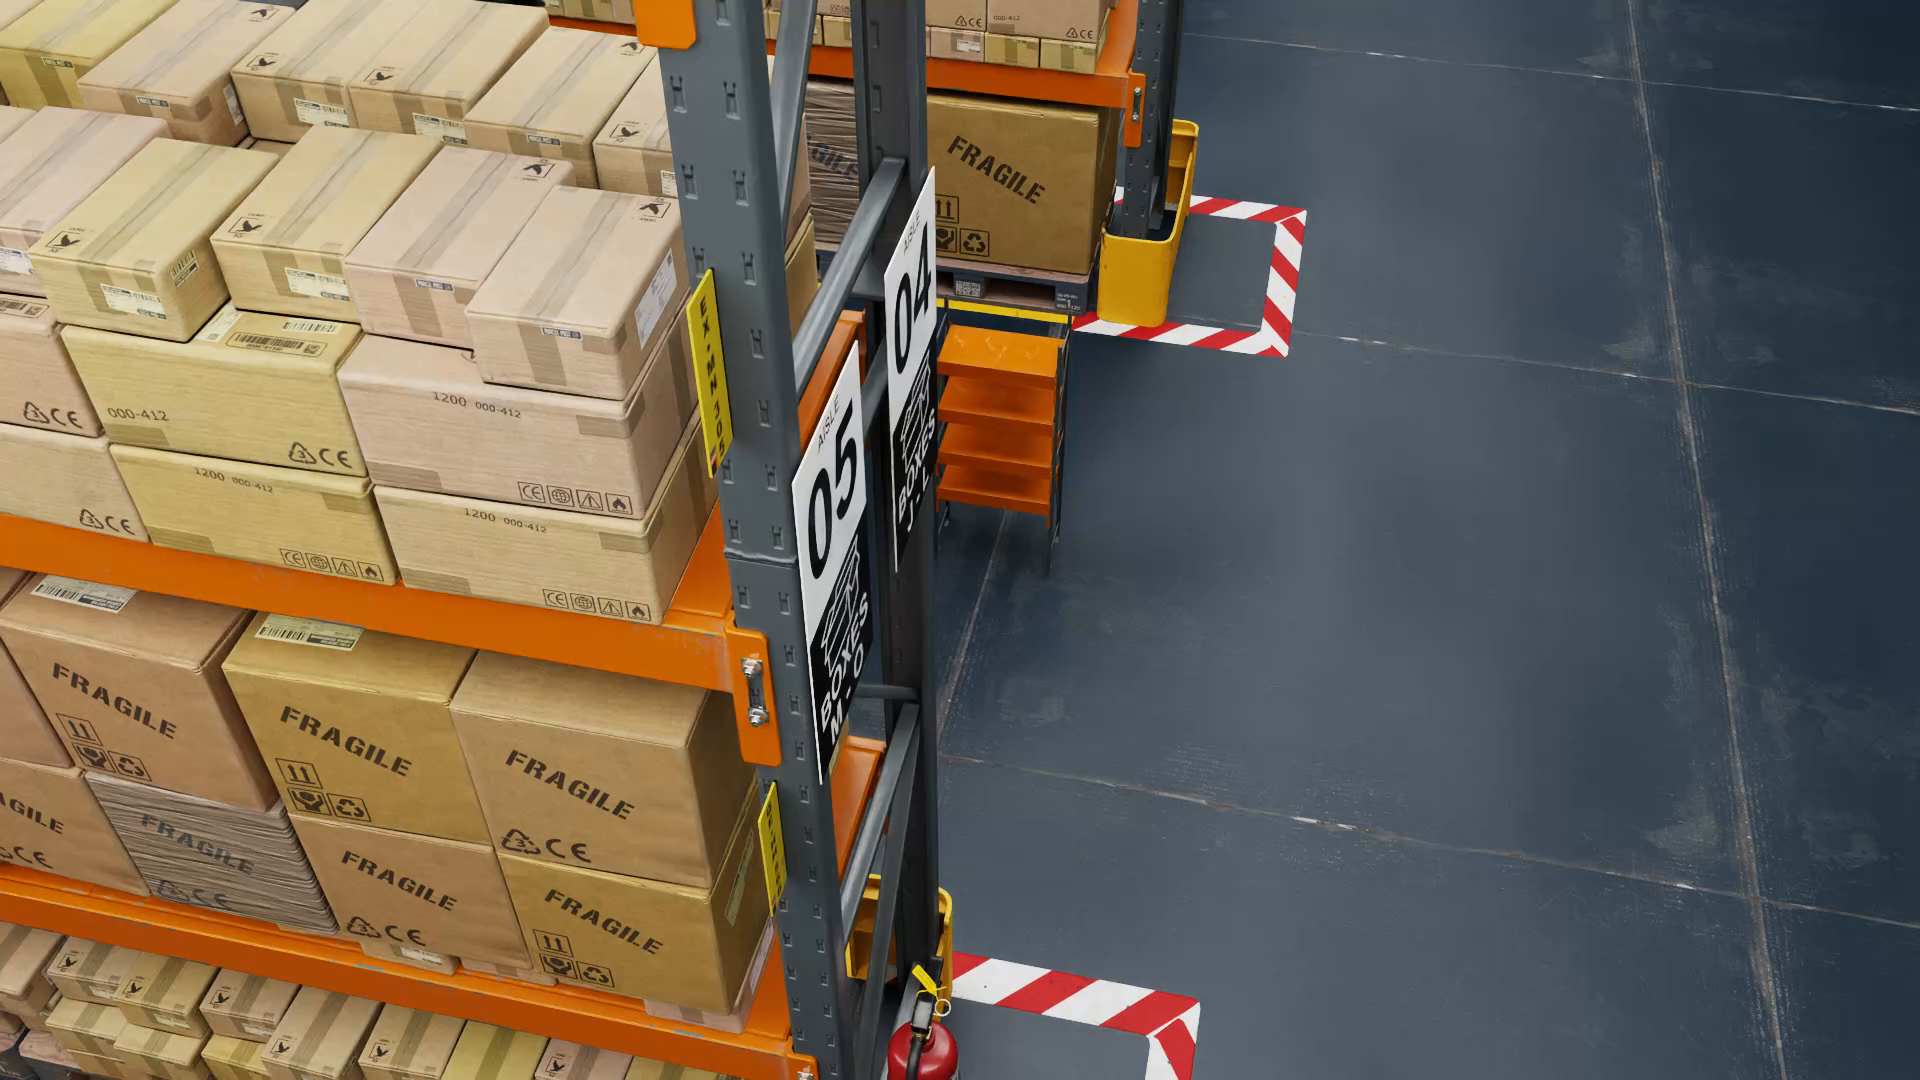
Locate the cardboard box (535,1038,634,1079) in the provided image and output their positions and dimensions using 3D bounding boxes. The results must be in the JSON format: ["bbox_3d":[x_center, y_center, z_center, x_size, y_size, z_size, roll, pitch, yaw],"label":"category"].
[{"bbox_3d":[-1.038,1.458,4.856,0.250,0.149,0.380,10,45,10],"label":"cardboard box"}]

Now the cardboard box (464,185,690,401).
[{"bbox_3d":[-0.622,-0.420,2.780,0.250,0.149,0.380,8,45,9],"label":"cardboard box"}]

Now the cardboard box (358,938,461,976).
[{"bbox_3d":[-1.350,0.901,4.292,0.250,0.149,0.380,10,45,10],"label":"cardboard box"}]

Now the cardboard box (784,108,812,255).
[{"bbox_3d":[-0.615,-0.668,3.326,0.500,0.250,0.500,9,45,10],"label":"cardboard box"}]

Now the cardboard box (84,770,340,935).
[{"bbox_3d":[-1.727,0.593,4.144,0.500,0.500,0.500,9,45,9],"label":"cardboard box"}]

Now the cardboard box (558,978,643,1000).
[{"bbox_3d":[-0.848,0.952,4.240,0.250,0.149,0.380,9,45,9],"label":"cardboard box"}]

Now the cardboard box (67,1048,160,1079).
[{"bbox_3d":[-2.577,1.494,5.248,0.250,0.149,0.380,8,44,8],"label":"cardboard box"}]

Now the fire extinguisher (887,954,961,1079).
[{"bbox_3d":[-0.089,1.295,4.026,0.183,0.674,0.296,9,45,9],"label":"fire extinguisher"}]

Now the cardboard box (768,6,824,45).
[{"bbox_3d":[-0.722,-2.492,7.817,0.250,0.149,0.380,9,45,9],"label":"cardboard box"}]

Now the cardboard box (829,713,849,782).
[{"bbox_3d":[-0.478,0.602,4.603,0.250,0.149,0.380,8,45,9],"label":"cardboard box"}]

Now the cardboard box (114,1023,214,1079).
[{"bbox_3d":[-2.348,1.443,5.087,0.250,0.149,0.380,9,45,9],"label":"cardboard box"}]

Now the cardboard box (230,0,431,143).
[{"bbox_3d":[-1.231,-0.950,3.331,0.250,0.149,0.380,9,45,10],"label":"cardboard box"}]

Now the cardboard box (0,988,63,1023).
[{"bbox_3d":[-2.815,1.307,5.227,0.250,0.149,0.380,11,45,11],"label":"cardboard box"}]

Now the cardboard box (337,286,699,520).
[{"bbox_3d":[-0.739,-0.322,2.966,0.500,0.250,0.500,8,44,8],"label":"cardboard box"}]

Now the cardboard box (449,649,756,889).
[{"bbox_3d":[-0.735,0.378,3.647,0.500,0.500,0.500,8,44,8],"label":"cardboard box"}]

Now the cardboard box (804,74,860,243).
[{"bbox_3d":[-0.582,-2.125,8.485,0.875,0.875,0.875,9,45,9],"label":"cardboard box"}]

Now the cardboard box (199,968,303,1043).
[{"bbox_3d":[-2.065,1.305,5.015,0.250,0.149,0.380,7,44,8],"label":"cardboard box"}]

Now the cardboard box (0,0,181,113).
[{"bbox_3d":[-1.742,-1.022,3.406,0.250,0.149,0.380,10,45,10],"label":"cardboard box"}]

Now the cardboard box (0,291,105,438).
[{"bbox_3d":[-1.738,-0.478,3.128,0.500,0.250,0.500,9,45,10],"label":"cardboard box"}]

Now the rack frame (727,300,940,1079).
[{"bbox_3d":[-0.234,0.782,4.234,0.127,3.000,1.000,9,45,9],"label":"rack frame"}]

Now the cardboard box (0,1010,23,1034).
[{"bbox_3d":[-3.080,1.372,5.374,0.250,0.149,0.380,8,44,8],"label":"cardboard box"}]

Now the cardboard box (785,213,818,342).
[{"bbox_3d":[-0.616,-0.485,3.496,0.500,0.250,0.500,10,45,11],"label":"cardboard box"}]

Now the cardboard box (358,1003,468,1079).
[{"bbox_3d":[-1.558,1.423,4.893,0.250,0.149,0.380,7,44,7],"label":"cardboard box"}]

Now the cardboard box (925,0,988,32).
[{"bbox_3d":[-0.078,-2.583,7.625,0.500,0.250,0.500,8,44,8],"label":"cardboard box"}]

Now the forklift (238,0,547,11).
[{"bbox_3d":[-2.323,-1.354,6.503,3.031,2.935,1.130,7,44,8],"label":"forklift"}]

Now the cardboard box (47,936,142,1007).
[{"bbox_3d":[-2.559,1.220,5.103,0.250,0.149,0.380,7,44,7],"label":"cardboard box"}]

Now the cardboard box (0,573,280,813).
[{"bbox_3d":[-1.739,0.228,3.802,0.500,0.500,0.500,11,45,11],"label":"cardboard box"}]

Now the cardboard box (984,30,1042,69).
[{"bbox_3d":[0.274,-2.338,7.657,0.250,0.149,0.380,9,45,9],"label":"cardboard box"}]

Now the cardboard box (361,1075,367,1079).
[{"bbox_3d":[-1.827,1.517,5.009,0.250,0.149,0.380,9,45,10],"label":"cardboard box"}]

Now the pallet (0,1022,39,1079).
[{"bbox_3d":[-3.474,1.259,5.750,1.213,0.211,1.003,9,45,9],"label":"pallet"}]

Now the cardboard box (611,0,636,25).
[{"bbox_3d":[-1.475,-2.608,7.938,0.250,0.149,0.380,9,45,10],"label":"cardboard box"}]

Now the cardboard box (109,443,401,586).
[{"bbox_3d":[-1.235,-0.207,3.207,0.500,0.250,0.500,9,45,9],"label":"cardboard box"}]

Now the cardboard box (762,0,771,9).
[{"bbox_3d":[-1.084,-2.736,7.783,0.500,0.250,0.500,9,45,9],"label":"cardboard box"}]

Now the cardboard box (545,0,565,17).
[{"bbox_3d":[-1.969,-2.686,8.019,0.250,0.149,0.380,8,44,8],"label":"cardboard box"}]

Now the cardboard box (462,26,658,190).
[{"bbox_3d":[-0.745,-0.822,3.198,0.250,0.149,0.380,11,45,11],"label":"cardboard box"}]

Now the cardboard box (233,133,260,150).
[{"bbox_3d":[-1.605,-0.830,3.494,0.500,0.250,0.500,9,45,10],"label":"cardboard box"}]

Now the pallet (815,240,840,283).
[{"bbox_3d":[-1.036,-1.809,8.937,1.213,0.211,1.003,9,45,9],"label":"pallet"}]

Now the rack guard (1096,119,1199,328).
[{"bbox_3d":[0.971,-1.655,8.569,0.348,0.500,1.175,9,45,9],"label":"rack guard"}]

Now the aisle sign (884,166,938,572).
[{"bbox_3d":[-0.097,-0.346,3.532,0.004,0.787,0.394,9,45,9],"label":"aisle sign"}]

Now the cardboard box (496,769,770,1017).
[{"bbox_3d":[-0.729,0.745,3.986,0.500,0.500,0.500,10,45,10],"label":"cardboard box"}]

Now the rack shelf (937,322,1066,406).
[{"bbox_3d":[0.162,-0.690,6.495,0.480,0.148,0.258,9,45,9],"label":"rack shelf"}]

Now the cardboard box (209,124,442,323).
[{"bbox_3d":[-1.092,-0.562,2.928,0.250,0.149,0.380,8,44,8],"label":"cardboard box"}]

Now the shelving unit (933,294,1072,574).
[{"bbox_3d":[0.162,-0.407,6.768,0.503,1.200,0.258,9,45,9],"label":"shelving unit"}]

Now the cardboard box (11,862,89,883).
[{"bbox_3d":[-2.365,0.707,4.494,0.250,0.149,0.380,10,45,11],"label":"cardboard box"}]

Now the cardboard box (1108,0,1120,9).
[{"bbox_3d":[0.673,-2.746,8.081,0.250,0.149,0.380,9,45,10],"label":"cardboard box"}]

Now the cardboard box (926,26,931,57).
[{"bbox_3d":[-0.215,-2.415,7.738,0.250,0.149,0.380,10,45,10],"label":"cardboard box"}]

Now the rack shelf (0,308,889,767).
[{"bbox_3d":[-2.186,-0.342,3.758,4.000,0.370,1.077,9,45,9],"label":"rack shelf"}]

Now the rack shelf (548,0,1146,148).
[{"bbox_3d":[-1.004,-2.603,8.270,4.000,0.370,1.077,9,45,9],"label":"rack shelf"}]

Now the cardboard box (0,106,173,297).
[{"bbox_3d":[-1.608,-0.608,2.975,0.250,0.149,0.380,8,44,8],"label":"cardboard box"}]

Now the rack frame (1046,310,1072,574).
[{"bbox_3d":[0.400,-0.370,6.730,0.015,1.200,0.240,9,45,9],"label":"rack frame"}]

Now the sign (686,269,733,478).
[{"bbox_3d":[-0.375,-0.245,2.500,0.005,0.325,0.100,9,45,9],"label":"sign"}]

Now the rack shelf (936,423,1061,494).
[{"bbox_3d":[0.162,-0.359,6.815,0.480,0.148,0.258,9,45,9],"label":"rack shelf"}]
